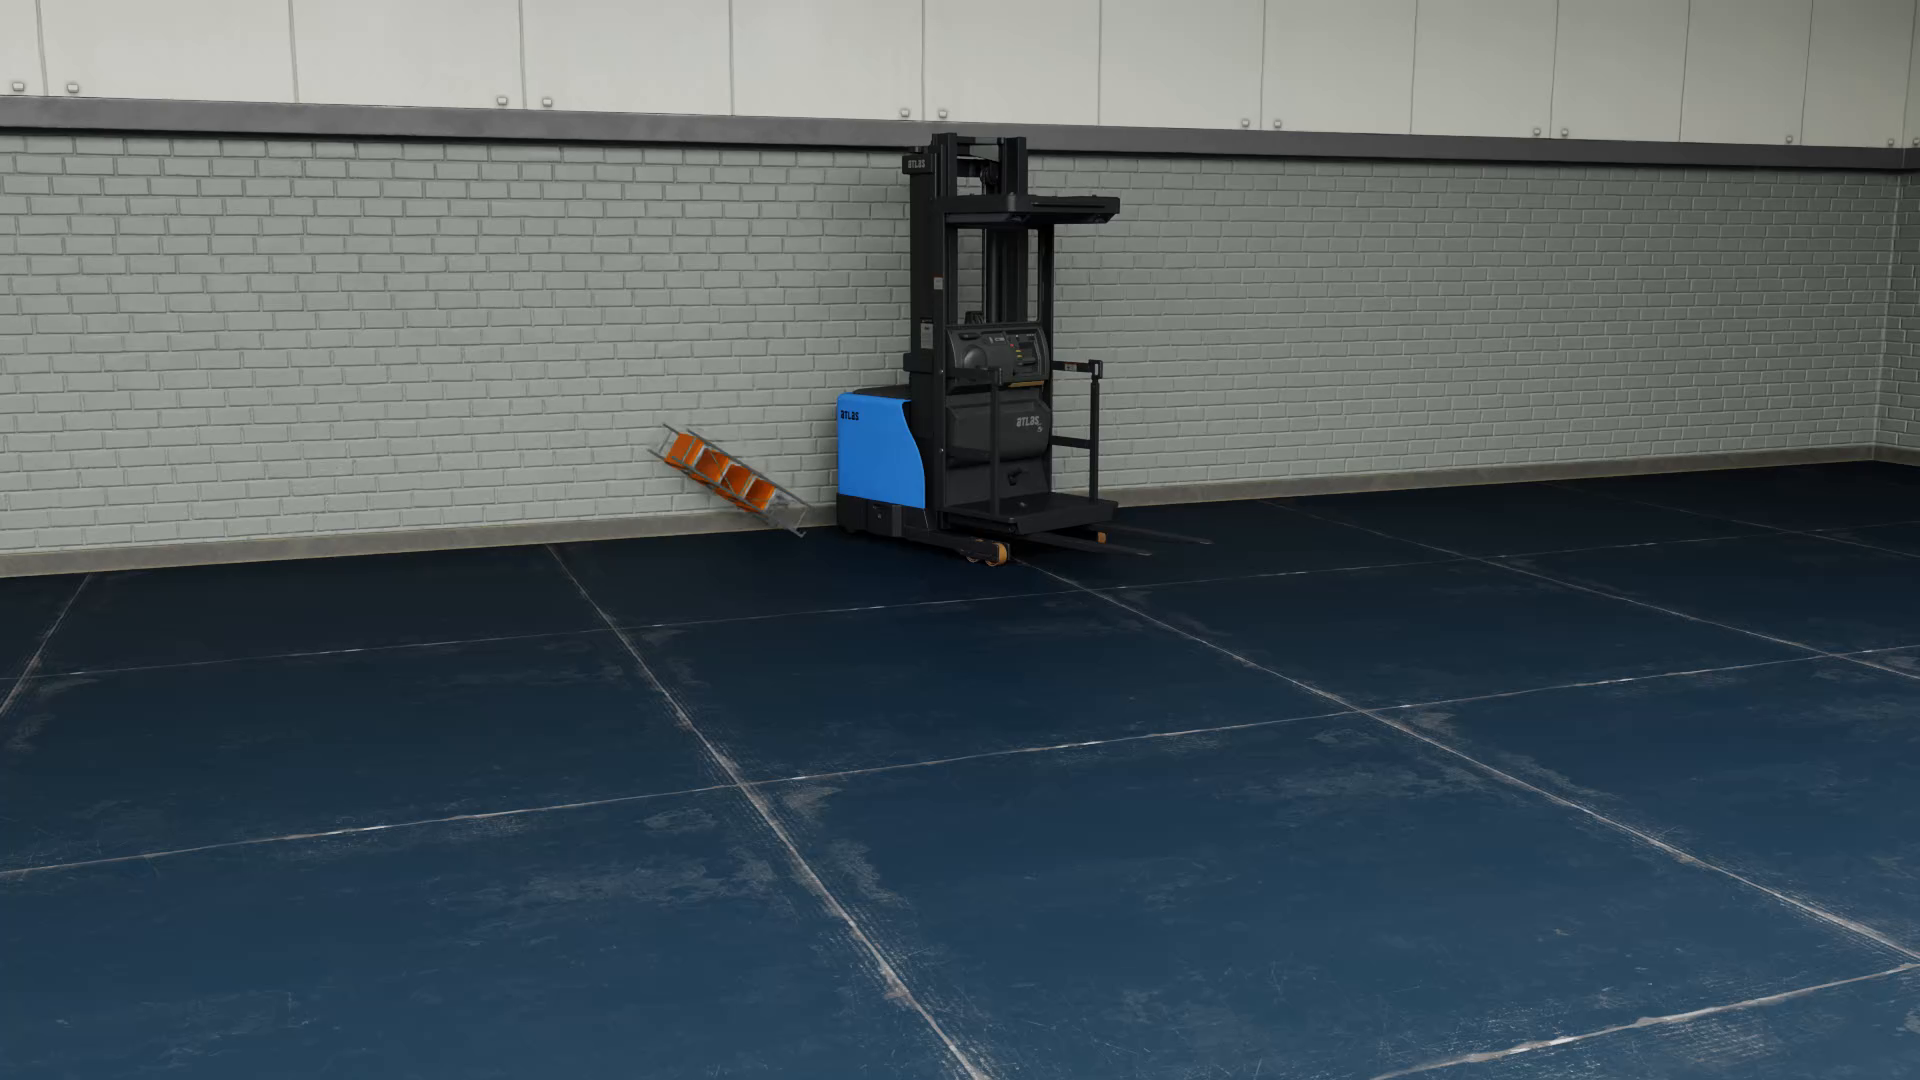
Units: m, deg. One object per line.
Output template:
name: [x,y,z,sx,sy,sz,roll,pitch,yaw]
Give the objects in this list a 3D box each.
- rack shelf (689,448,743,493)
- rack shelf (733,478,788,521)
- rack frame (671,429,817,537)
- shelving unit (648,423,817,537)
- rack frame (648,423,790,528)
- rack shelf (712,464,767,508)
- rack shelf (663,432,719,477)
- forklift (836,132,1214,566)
rack shelf: [-1.793,-0.514,12.241,0.148,0.258,0.480,33,-9,-30]
rack shelf: [-1.488,-0.315,12.455,0.148,0.258,0.480,33,-9,-30]
rack frame: [-1.557,-0.405,12.112,1.200,0.240,0.015,33,-9,-30]
shelving unit: [-1.680,-0.440,12.320,1.200,0.258,0.503,33,-9,-30]
rack frame: [-1.803,-0.475,12.528,1.200,0.240,0.015,33,-9,-30]
rack shelf: [-1.631,-0.409,12.354,0.148,0.258,0.480,33,-9,-30]
rack shelf: [-1.964,-0.625,12.121,0.148,0.258,0.480,33,-9,-30]
forklift: [0.422,-1.362,11.709,1.130,2.935,3.031,-9,14,-42]
